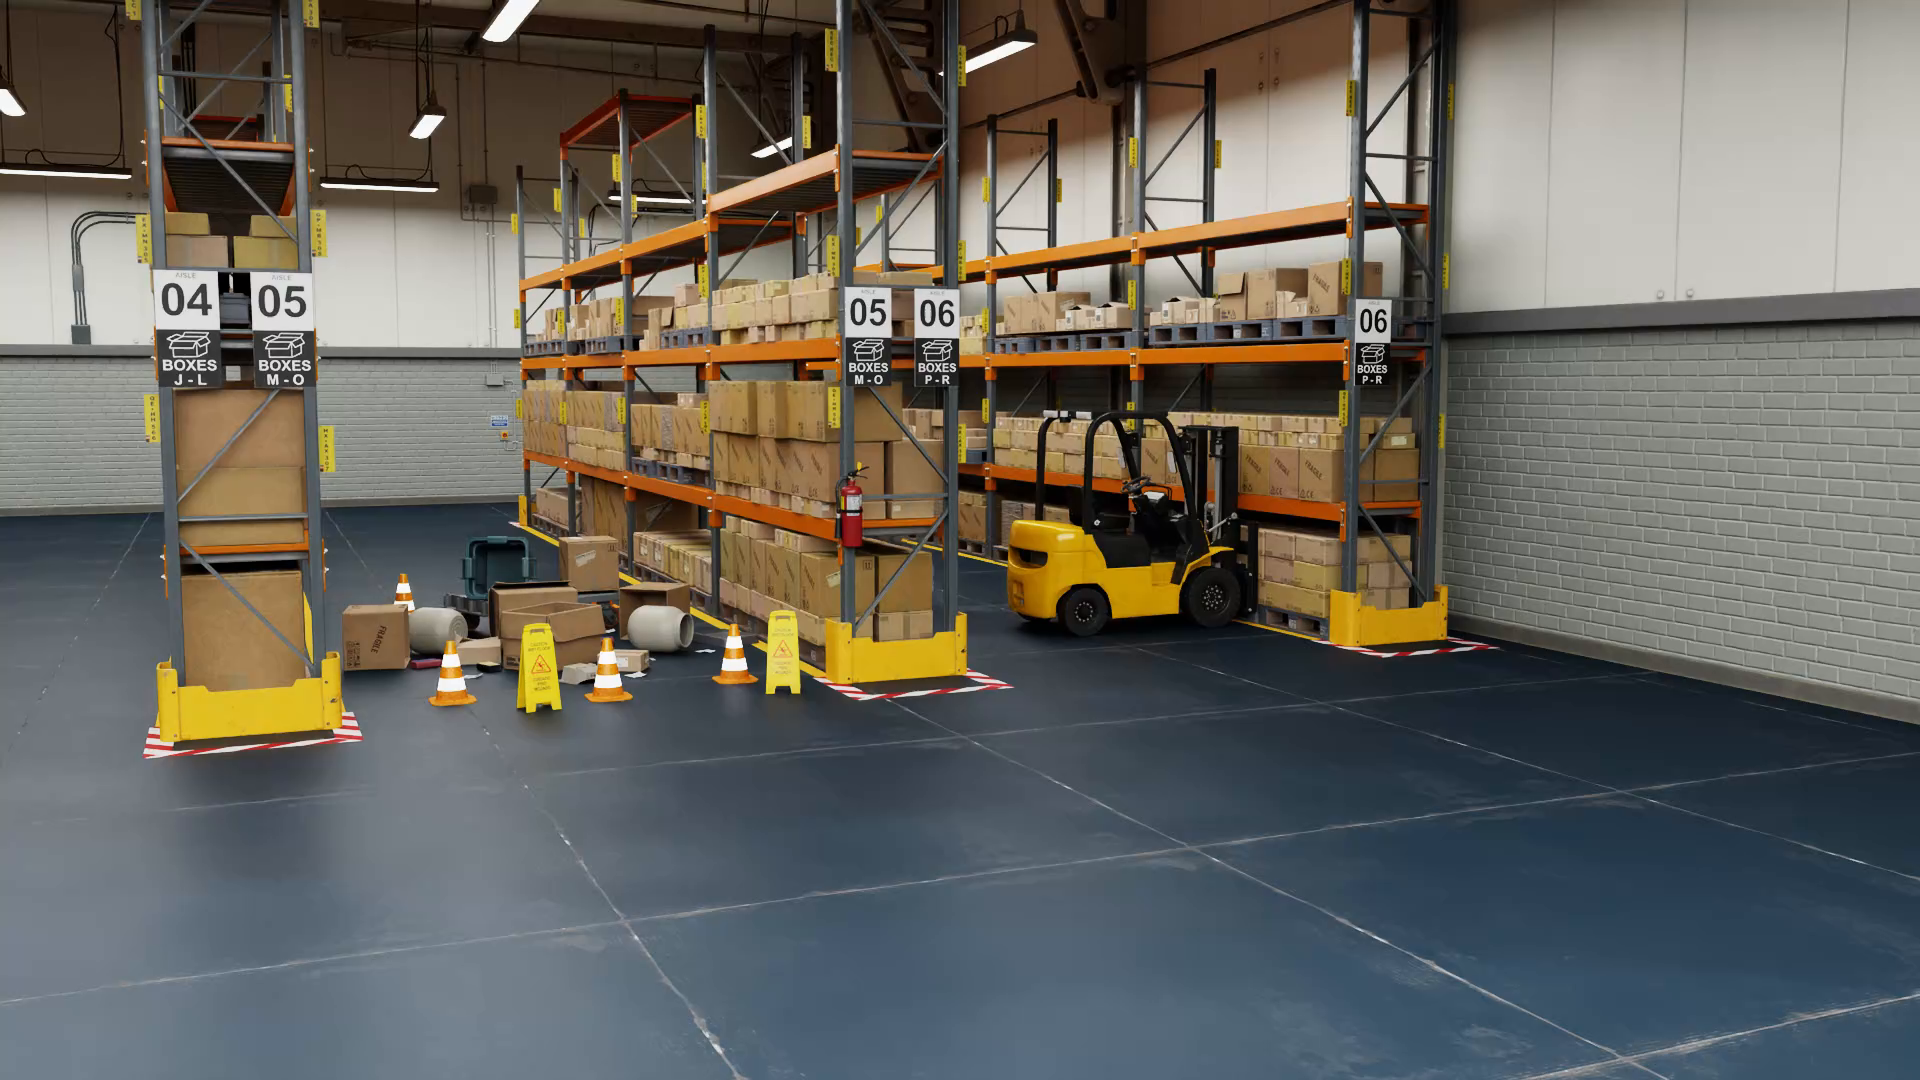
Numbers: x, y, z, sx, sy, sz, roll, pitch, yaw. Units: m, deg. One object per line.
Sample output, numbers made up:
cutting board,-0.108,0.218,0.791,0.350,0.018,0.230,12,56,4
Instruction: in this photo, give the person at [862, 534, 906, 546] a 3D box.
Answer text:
person,-0.793,-0.158,18.450,0.500,1.655,0.498,-5,8,-43
